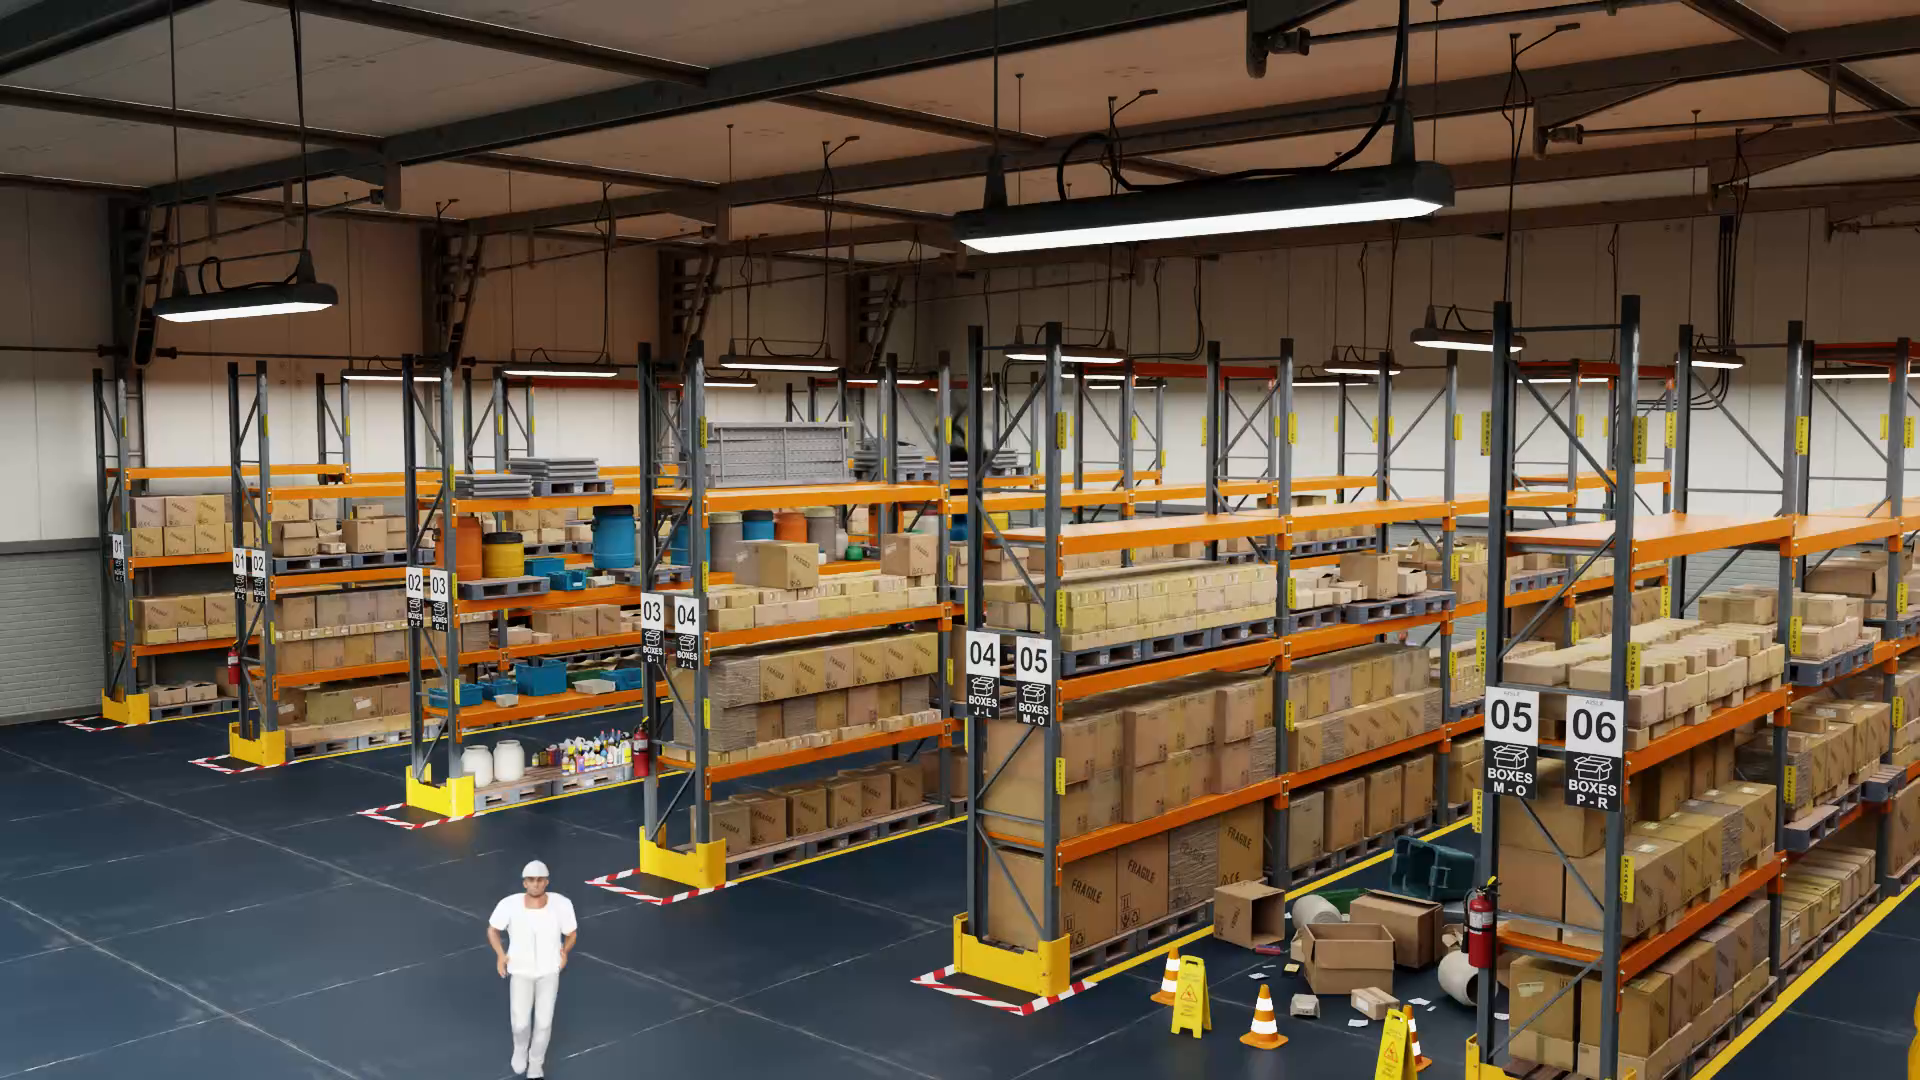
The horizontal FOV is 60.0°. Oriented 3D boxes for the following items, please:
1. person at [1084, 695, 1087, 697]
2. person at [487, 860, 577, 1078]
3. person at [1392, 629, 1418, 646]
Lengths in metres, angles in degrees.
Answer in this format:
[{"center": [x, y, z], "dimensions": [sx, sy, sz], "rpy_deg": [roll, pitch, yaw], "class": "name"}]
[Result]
[{"center": [1.703, 2.745, 20.947], "dimensions": [0.718, 1.786, 1.047], "rpy_deg": [3, 5, 35], "class": "person"}, {"center": [-3.294, 3.344, 12.881], "dimensions": [0.676, 1.719, 0.574], "rpy_deg": [-1, 4, -18], "class": "person"}, {"center": [7.466, 2.307, 28.027], "dimensions": [0.655, 1.676, 0.791], "rpy_deg": [2, 5, 30], "class": "person"}]
